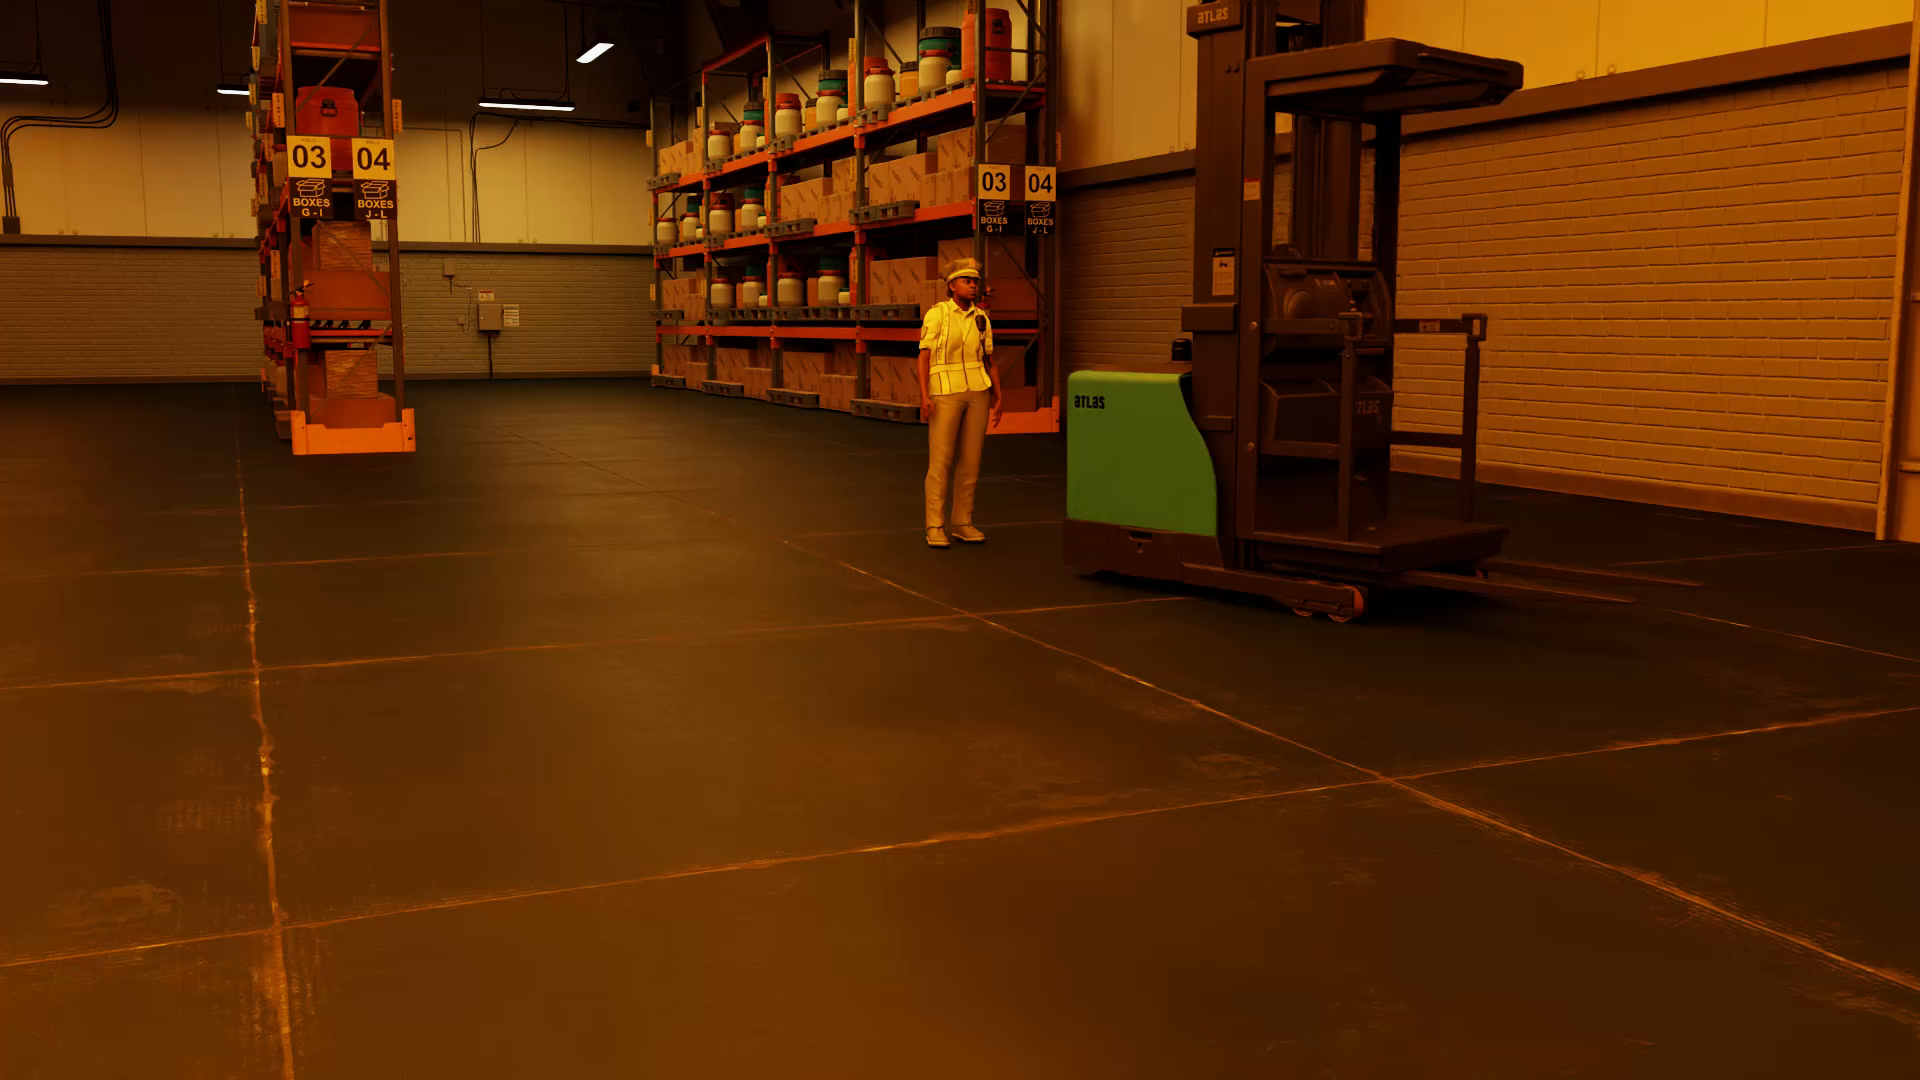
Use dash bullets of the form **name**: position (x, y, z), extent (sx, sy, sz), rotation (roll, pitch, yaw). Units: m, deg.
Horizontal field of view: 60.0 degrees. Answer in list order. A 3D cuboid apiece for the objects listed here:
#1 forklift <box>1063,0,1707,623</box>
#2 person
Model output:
- **forklift**: position (1.895, -1.161, 7.745), extent (1.130, 2.935, 3.031), rotation (-7, 10, -41)
- **person**: position (0.012, -0.837, 9.966), extent (0.569, 1.694, 0.530), rotation (-3, 8, -23)
